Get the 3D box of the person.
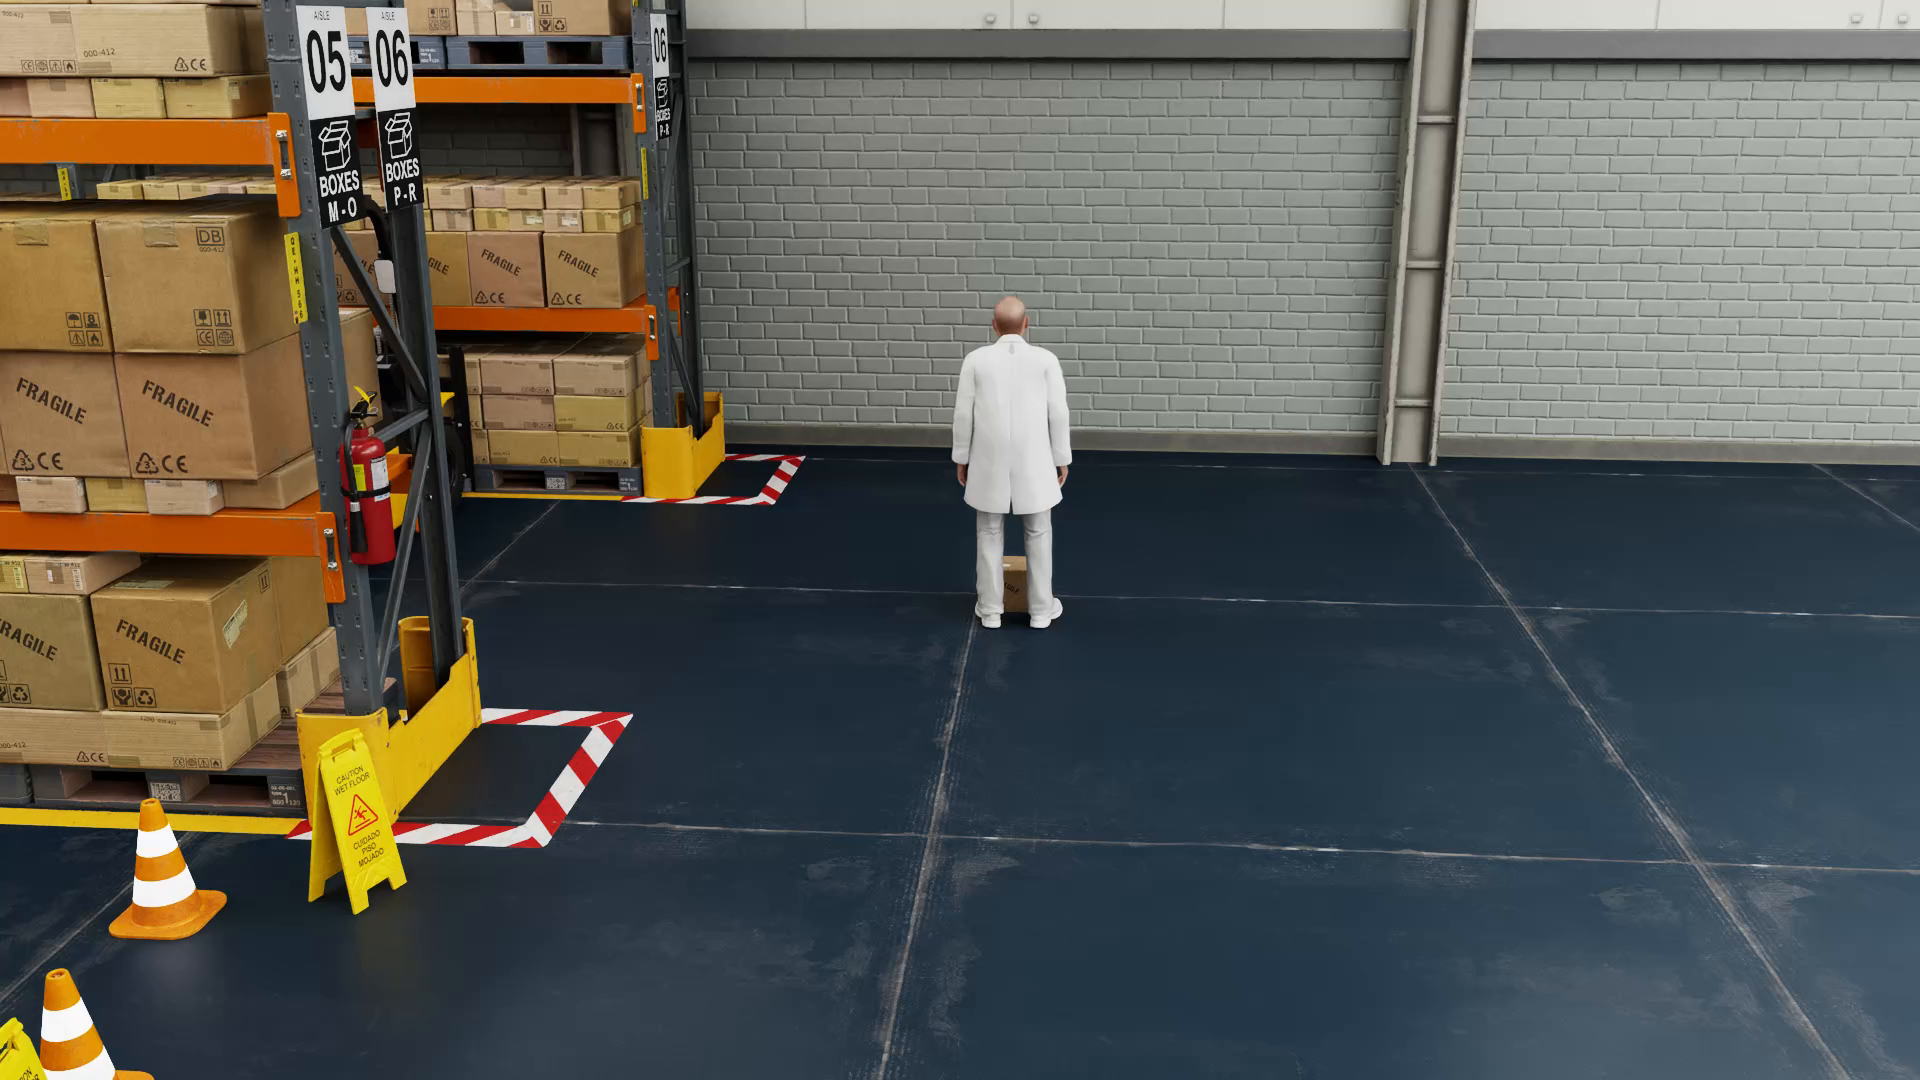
[{"bbox_3d":[0.277,-0.408,8.887,0.642,1.775,0.422,1,17,4],"label":"person"}]
